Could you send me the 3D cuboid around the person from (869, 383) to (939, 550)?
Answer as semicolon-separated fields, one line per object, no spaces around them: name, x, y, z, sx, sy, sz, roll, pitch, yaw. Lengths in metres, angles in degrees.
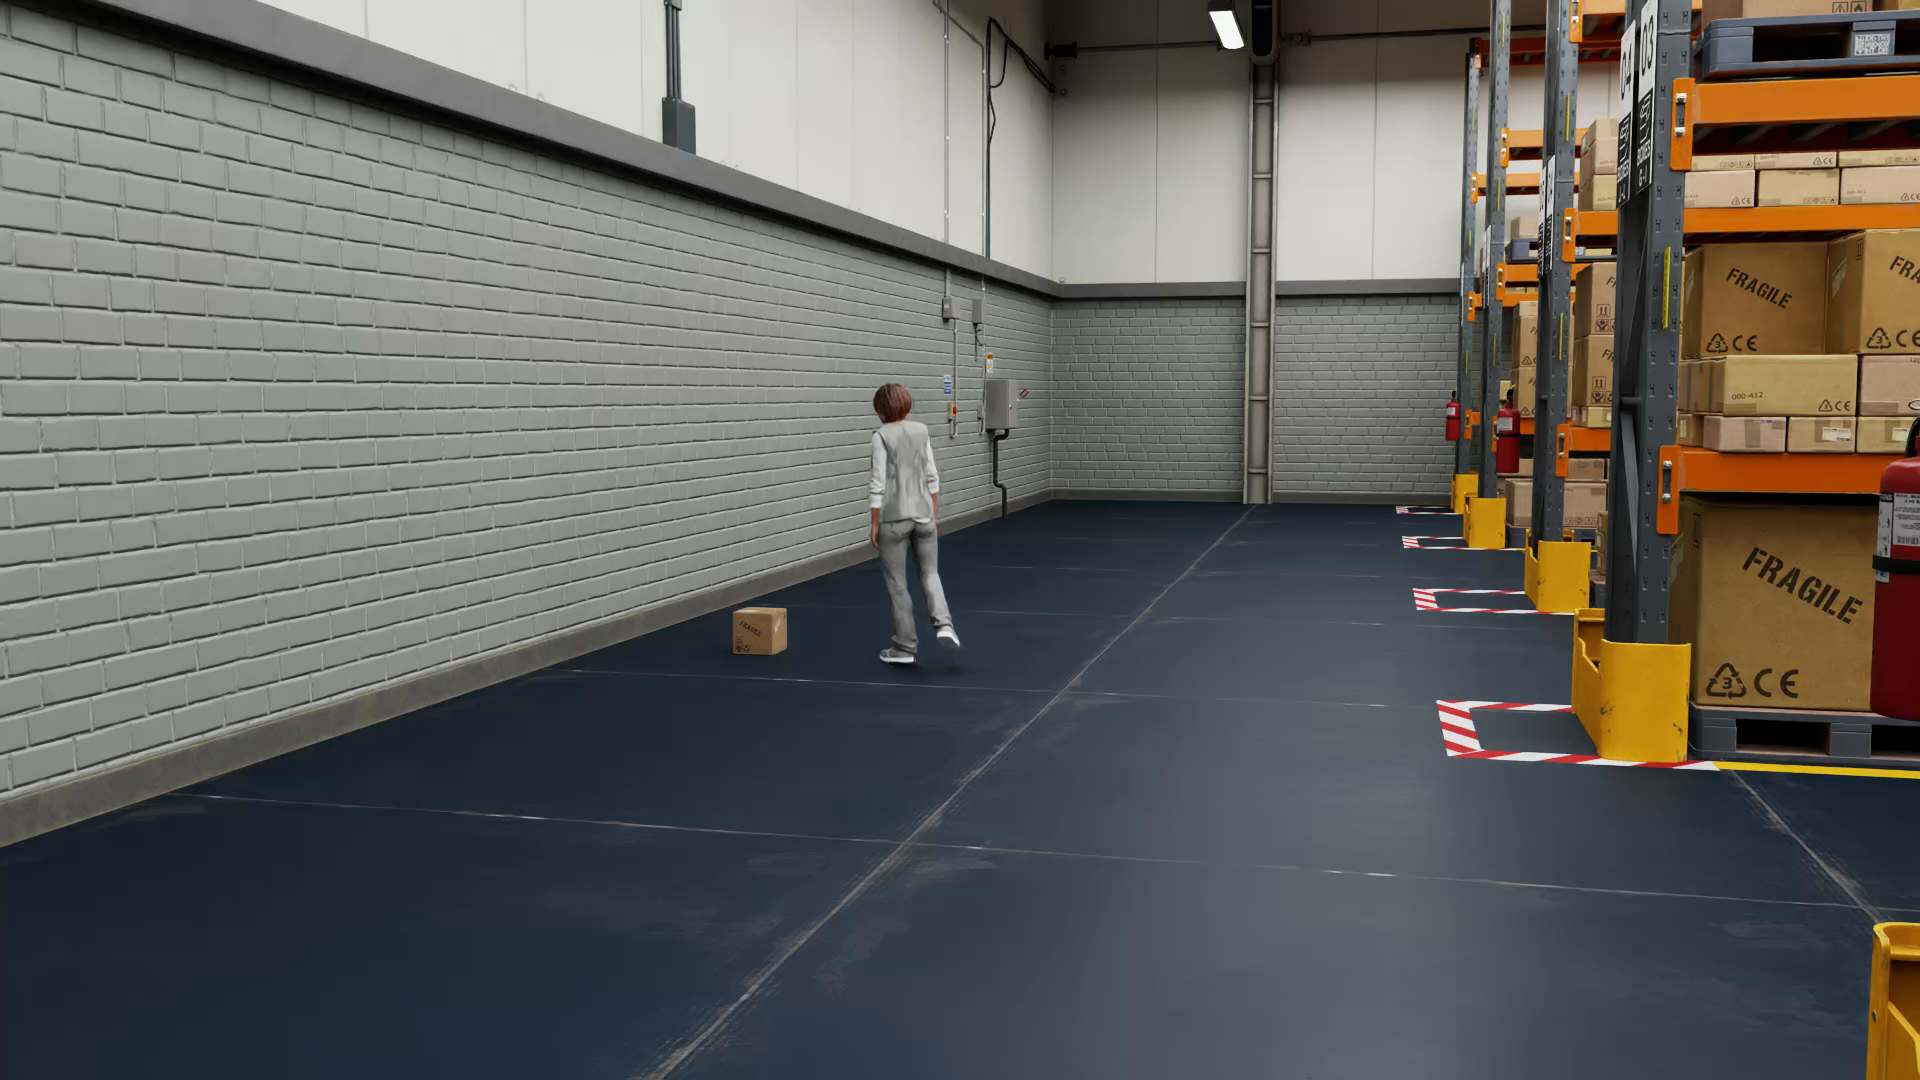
person;-0.321;-0.416;9.405;0.440;0.938;0.328;-3;6;-31
